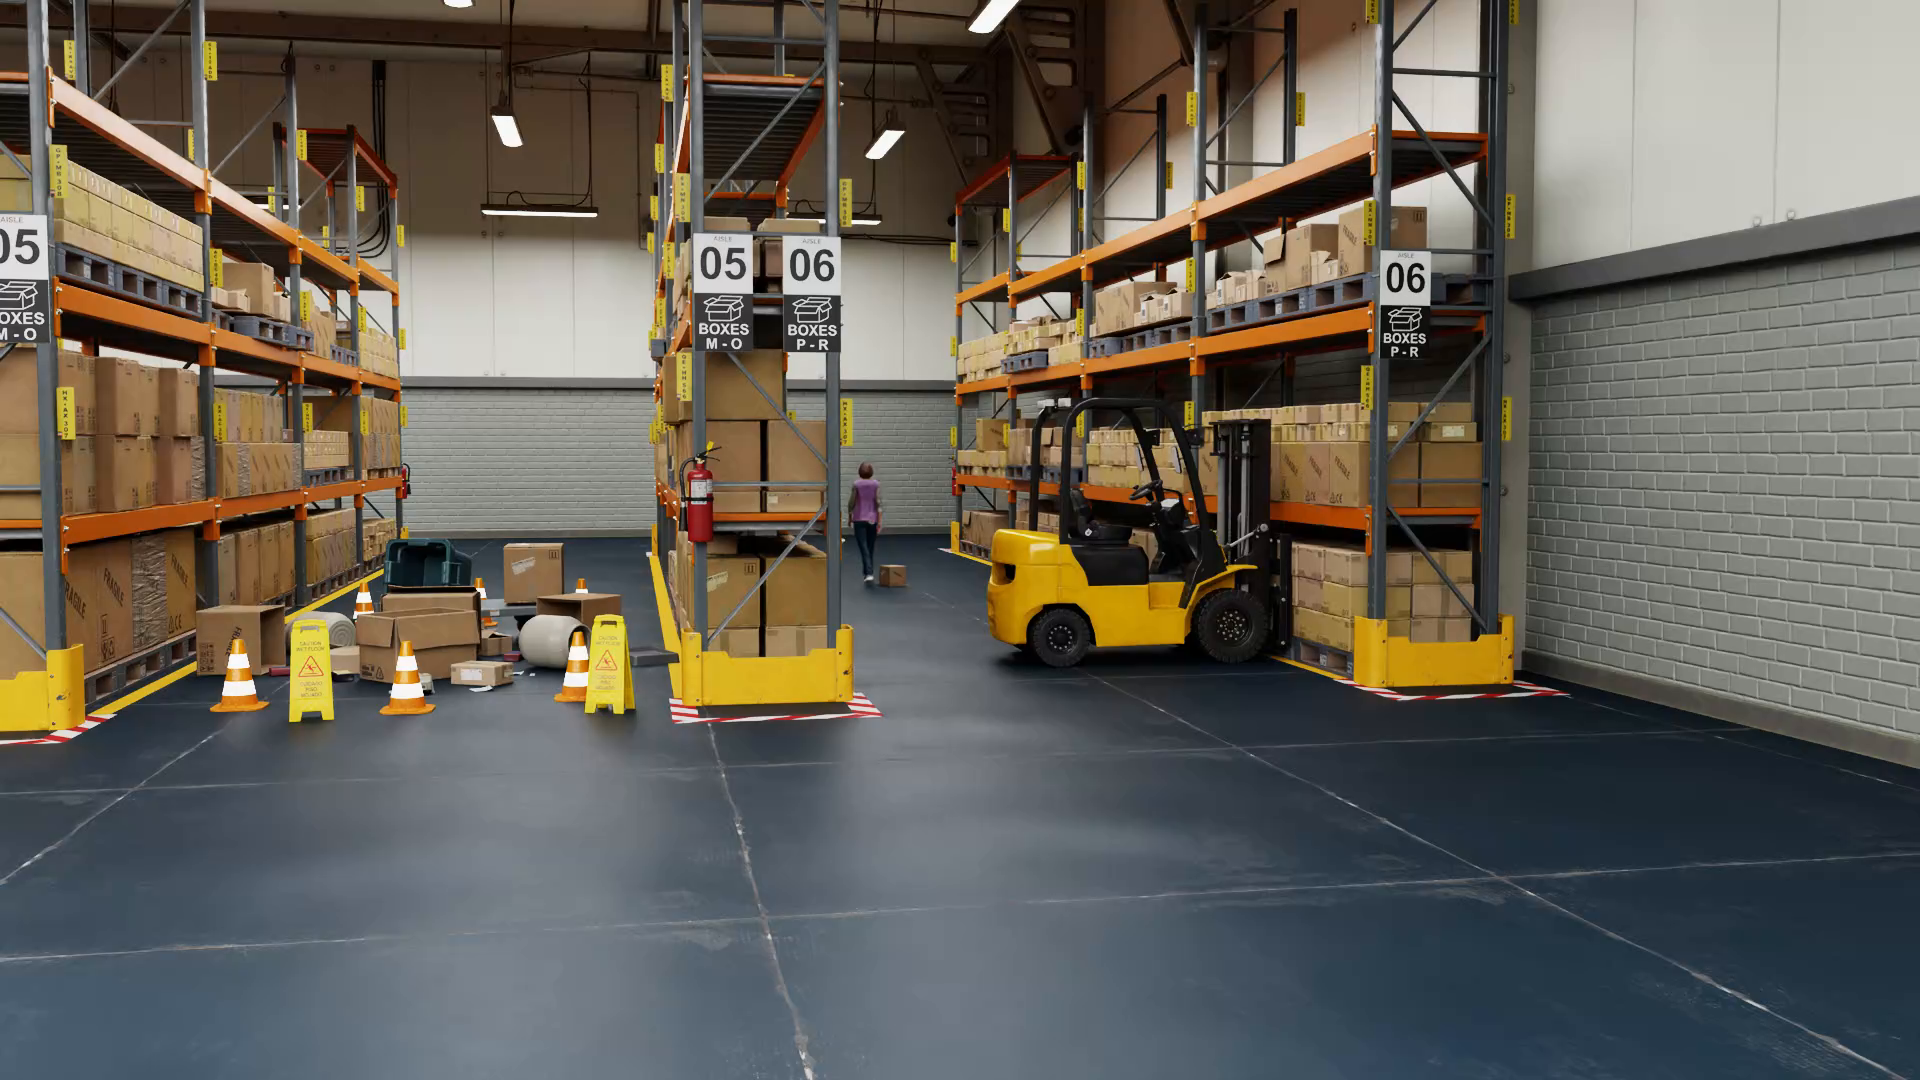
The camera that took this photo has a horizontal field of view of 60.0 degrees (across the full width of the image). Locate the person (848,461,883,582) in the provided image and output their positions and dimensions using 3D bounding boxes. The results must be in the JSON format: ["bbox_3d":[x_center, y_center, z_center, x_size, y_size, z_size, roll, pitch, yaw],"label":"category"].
[{"bbox_3d":[-1.230,-0.239,21.357,0.418,1.542,0.937,-1,3,-17],"label":"person"}]
